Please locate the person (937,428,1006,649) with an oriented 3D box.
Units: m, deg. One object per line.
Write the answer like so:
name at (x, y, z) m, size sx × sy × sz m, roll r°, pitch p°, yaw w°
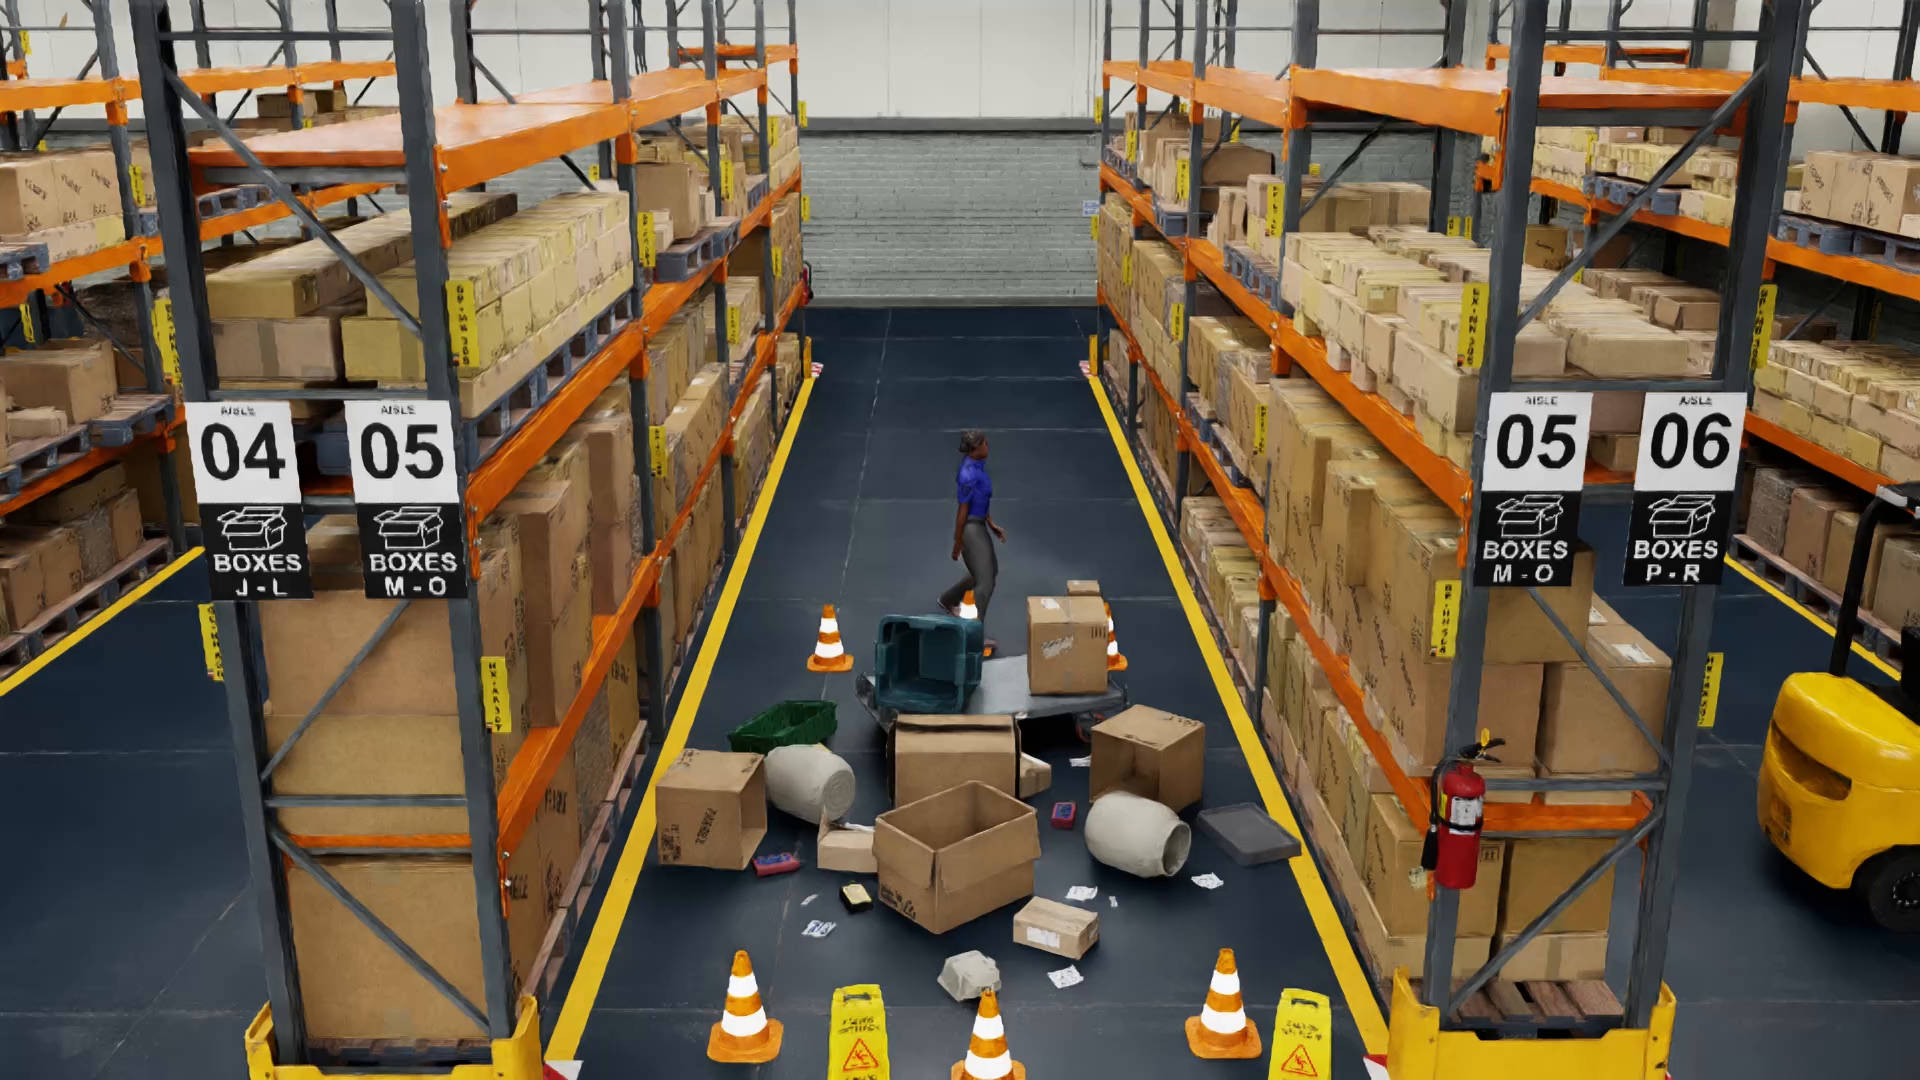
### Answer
person at (0.088, -0.037, 12.669) m, size 0.538 × 1.614 × 0.667 m, roll 0°, pitch 17°, yaw 0°
